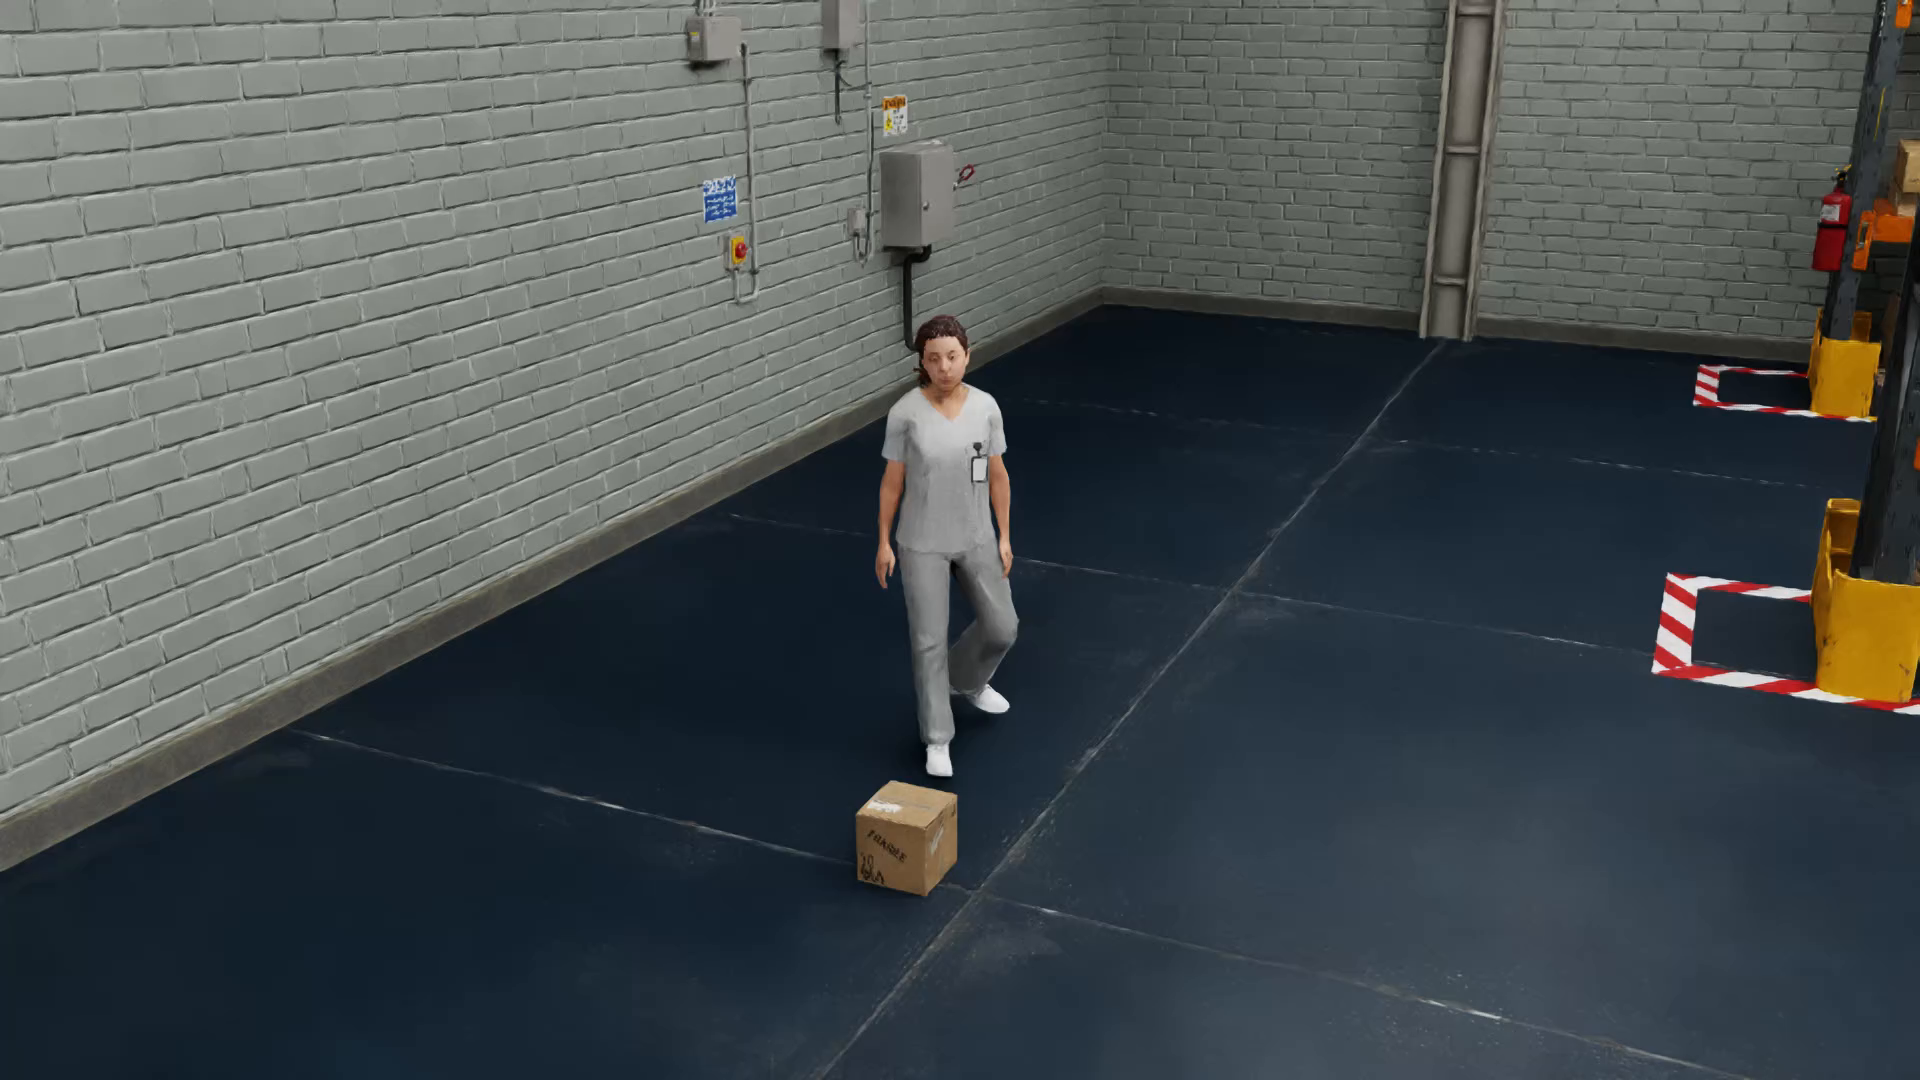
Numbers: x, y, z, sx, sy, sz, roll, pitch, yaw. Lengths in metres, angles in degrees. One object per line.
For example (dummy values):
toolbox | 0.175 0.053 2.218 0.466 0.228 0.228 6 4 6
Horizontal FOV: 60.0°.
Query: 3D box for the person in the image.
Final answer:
person | -0.044 -0.005 6.071 0.575 1.671 0.570 -6 20 -16
